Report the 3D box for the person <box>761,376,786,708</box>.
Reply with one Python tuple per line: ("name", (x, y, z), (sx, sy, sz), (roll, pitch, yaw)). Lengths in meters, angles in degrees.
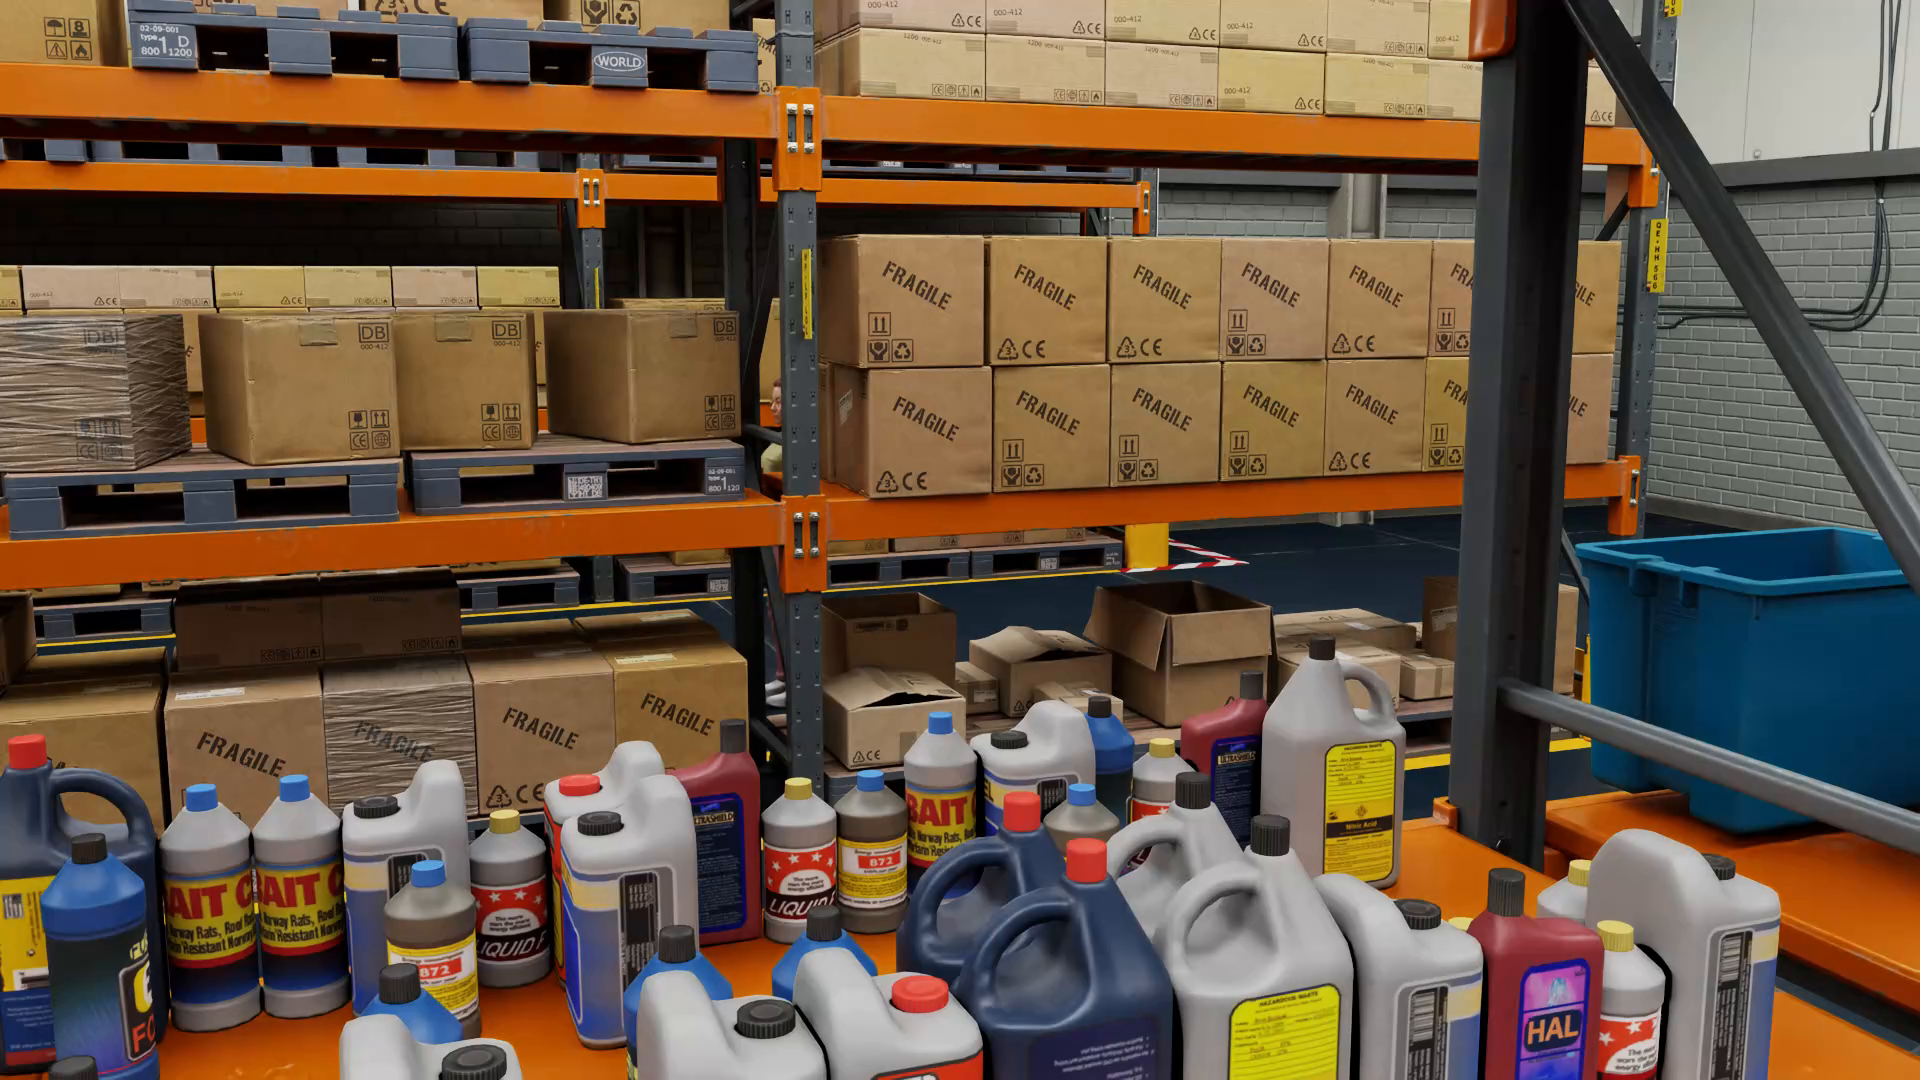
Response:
("person", (-0.842, -0.001, 8.399), (0.364, 1.670, 0.442), (-4, 10, -23))
